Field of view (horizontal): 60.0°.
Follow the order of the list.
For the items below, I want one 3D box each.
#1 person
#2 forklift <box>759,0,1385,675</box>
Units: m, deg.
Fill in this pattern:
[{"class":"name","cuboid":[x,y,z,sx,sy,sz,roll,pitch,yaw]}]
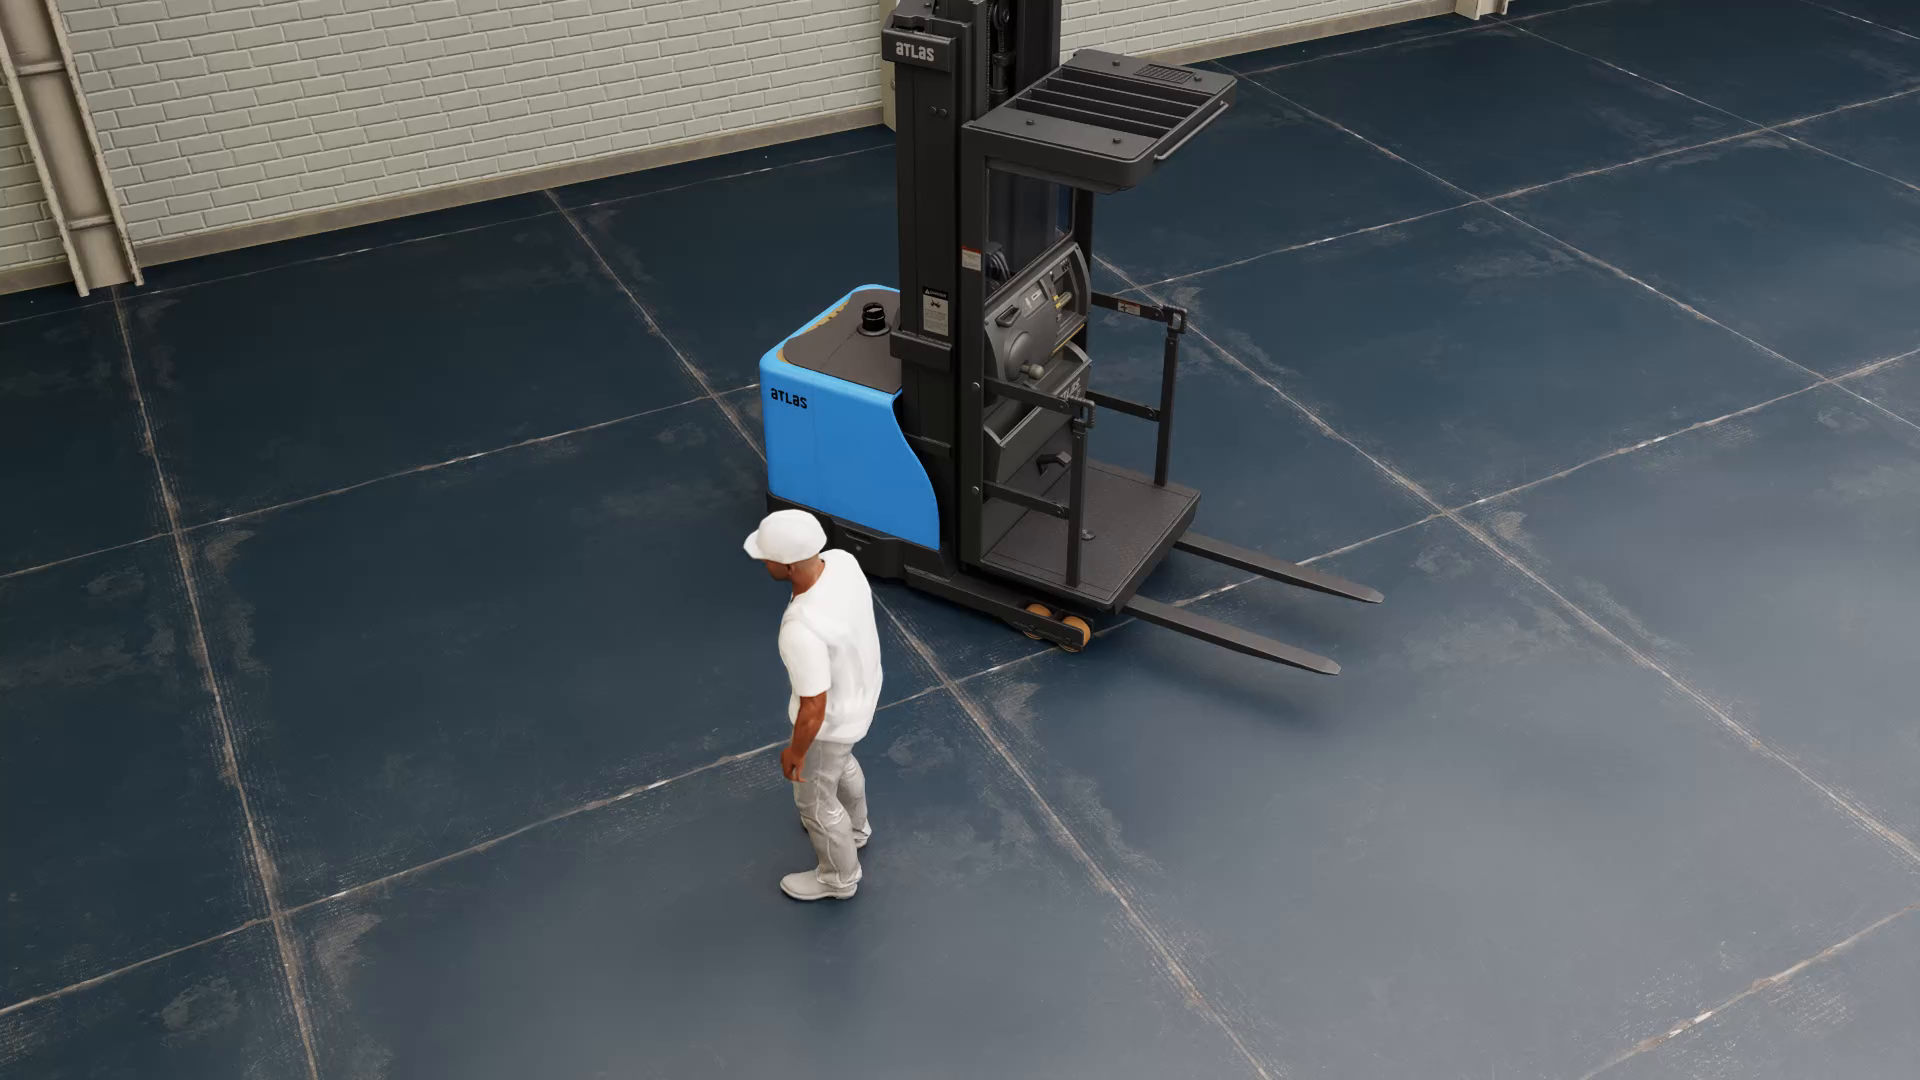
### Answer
[{"class":"person","cuboid":[-0.527,0.619,6.265,0.458,1.761,0.626,7,36,9]},{"class":"forklift","cuboid":[0.541,-1.017,7.561,3.031,2.935,1.130,18,39,24]}]
